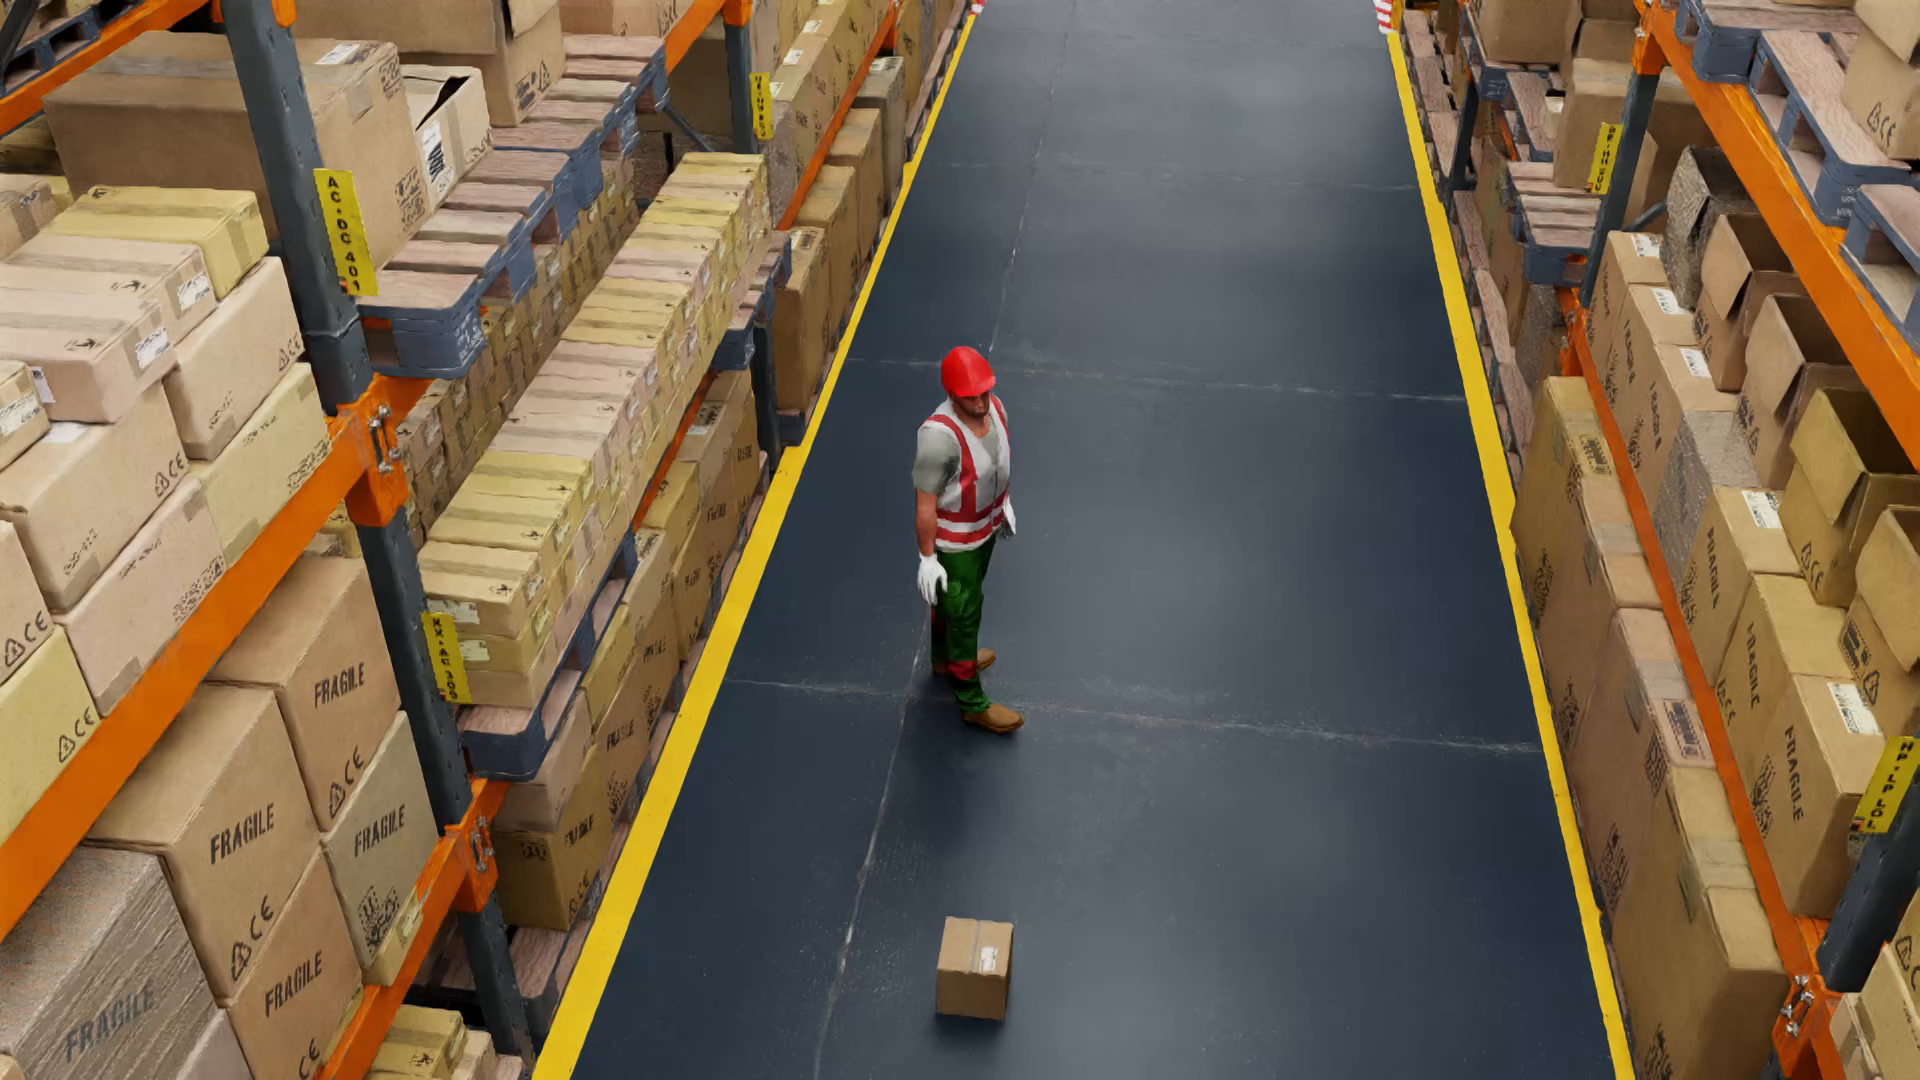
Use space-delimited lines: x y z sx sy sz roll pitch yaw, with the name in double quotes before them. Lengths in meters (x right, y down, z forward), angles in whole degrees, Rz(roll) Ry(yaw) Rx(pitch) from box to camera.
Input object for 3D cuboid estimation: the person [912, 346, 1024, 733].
"person" 0.062 0.000 6.978 0.583 1.786 0.676 18 39 23
